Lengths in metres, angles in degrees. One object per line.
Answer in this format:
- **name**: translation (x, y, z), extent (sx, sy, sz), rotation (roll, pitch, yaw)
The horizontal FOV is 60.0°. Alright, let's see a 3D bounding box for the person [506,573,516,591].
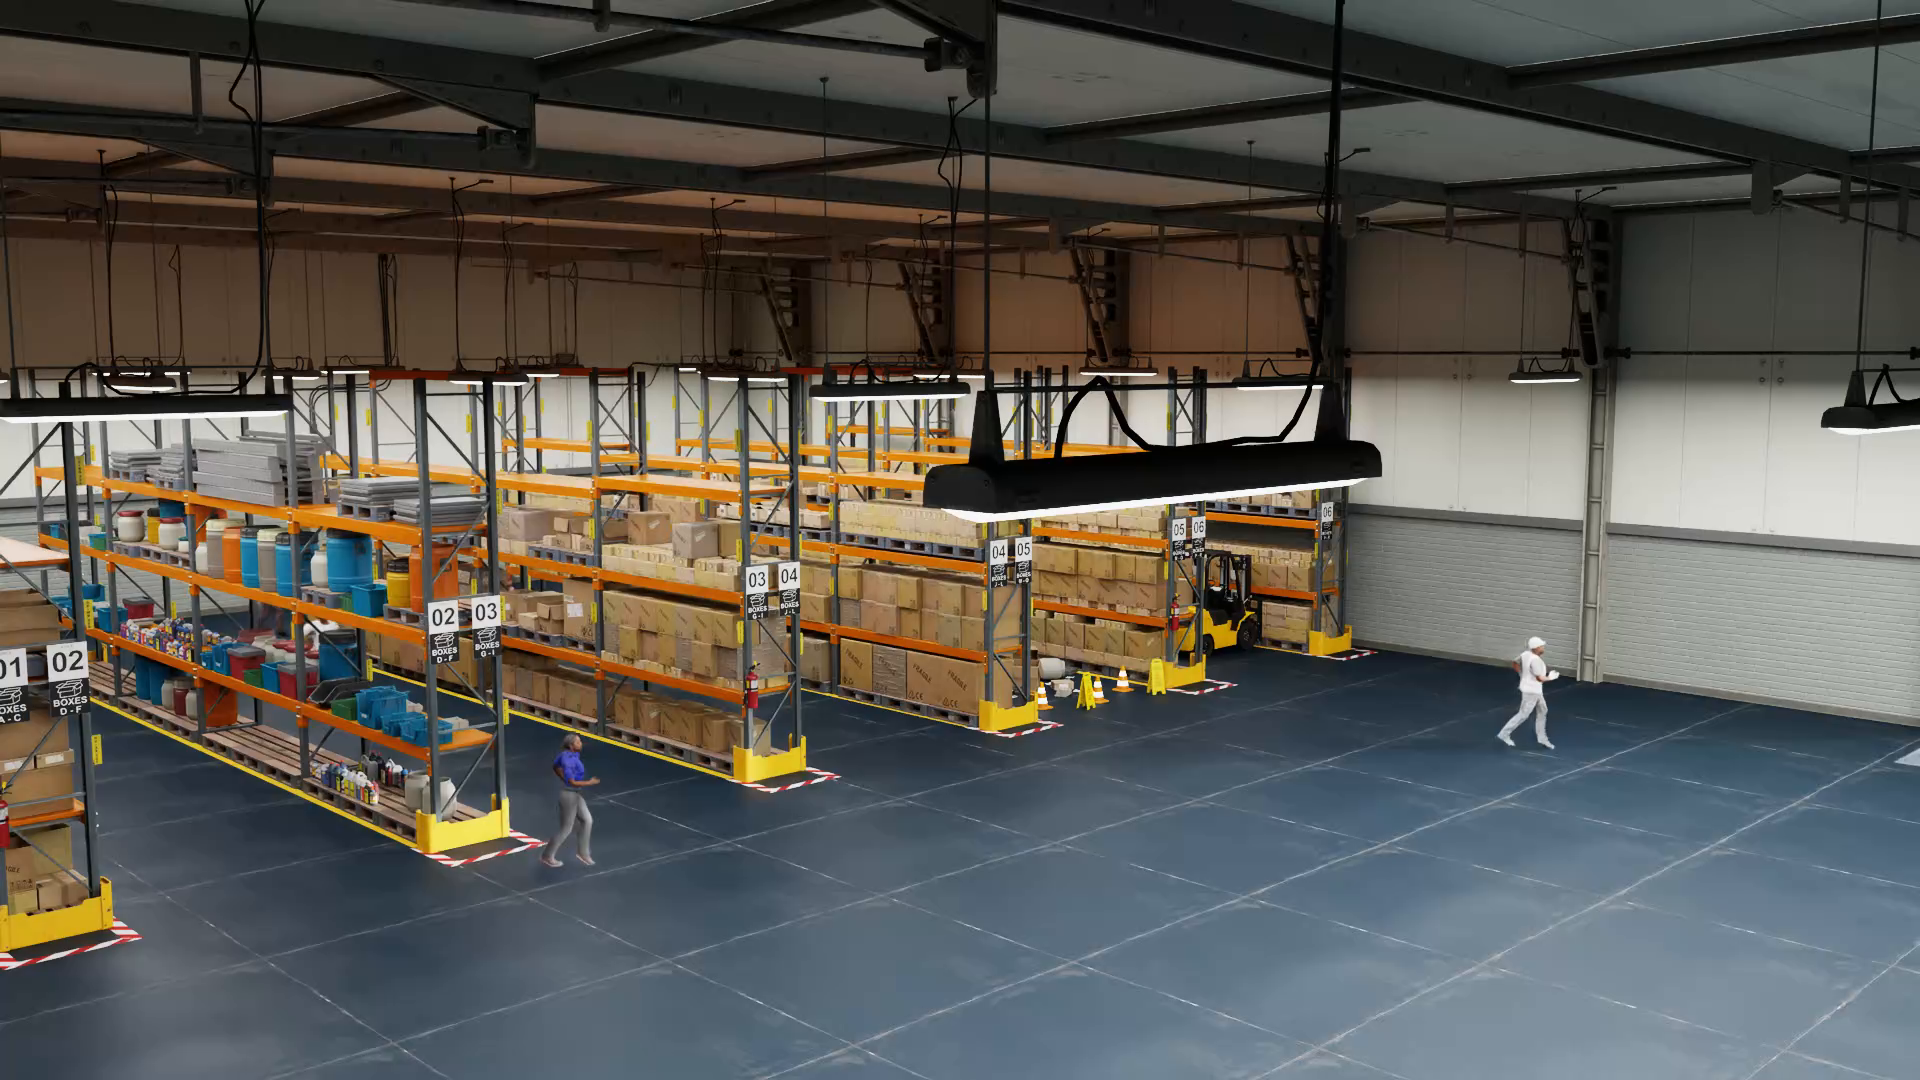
- **person**: translation (-9.284, 1.573, 34.220), extent (0.959, 1.782, 0.658), rotation (5, 8, 36)

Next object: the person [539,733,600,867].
- **person**: translation (-4.793, 3.226, 20.425), extent (0.756, 1.734, 0.597), rotation (-1, 7, -10)

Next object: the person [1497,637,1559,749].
- **person**: translation (9.072, 2.447, 26.582), extent (0.938, 1.823, 0.696), rotation (1, 7, 8)

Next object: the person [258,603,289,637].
- **person**: translation (-15.400, 1.307, 37.053), extent (0.789, 1.785, 0.630), rotation (-2, 7, -20)

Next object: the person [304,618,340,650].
- **person**: translation (-11.487, 2.064, 30.121), extent (0.720, 1.783, 0.672), rotation (4, 8, 32)
